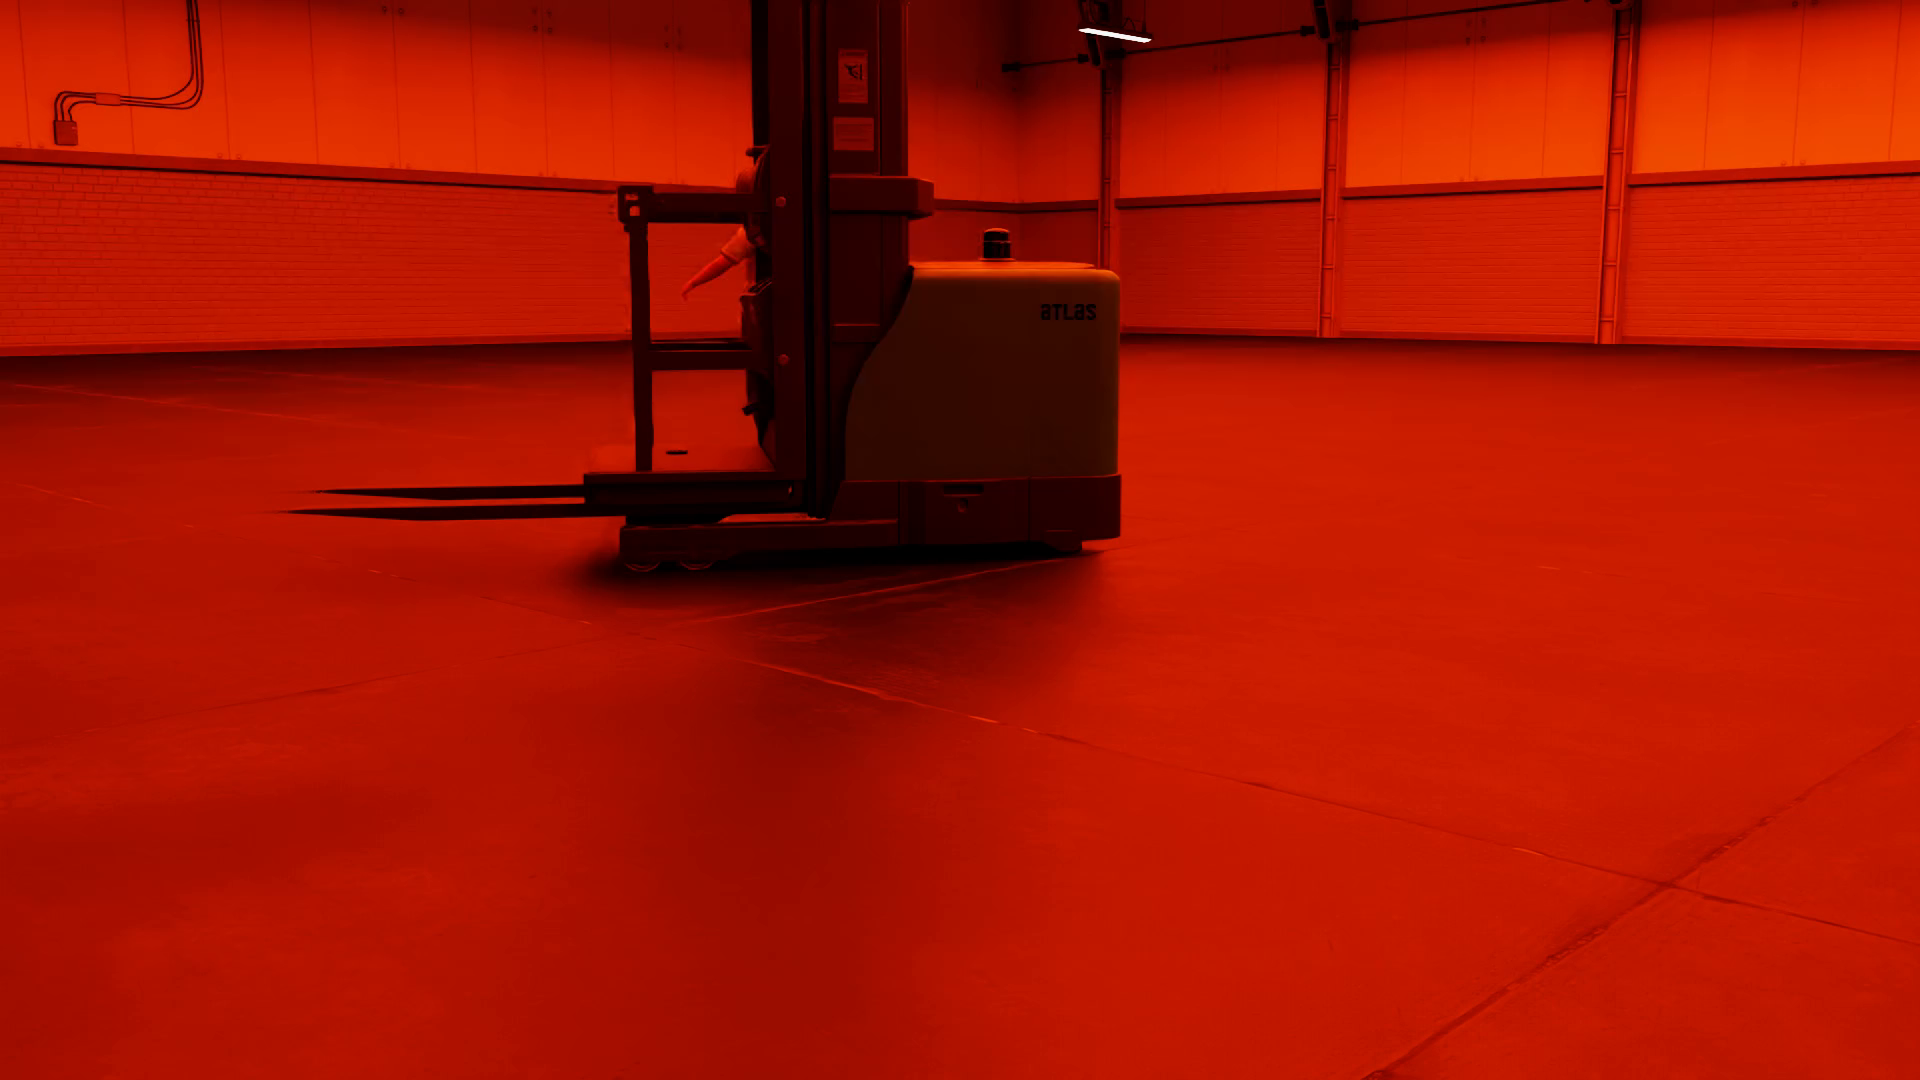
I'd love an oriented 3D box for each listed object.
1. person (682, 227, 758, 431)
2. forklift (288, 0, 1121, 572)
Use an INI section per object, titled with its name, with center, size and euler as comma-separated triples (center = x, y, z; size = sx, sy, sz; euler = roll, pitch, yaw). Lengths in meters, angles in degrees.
[person]
center = -1.015, -1.171, 9.207
size = 0.926, 1.656, 0.666
euler = -5, 10, -30
[forklift]
center = -0.954, -1.420, 6.302
size = 3.031, 2.935, 1.130
euler = -2, 9, -10
